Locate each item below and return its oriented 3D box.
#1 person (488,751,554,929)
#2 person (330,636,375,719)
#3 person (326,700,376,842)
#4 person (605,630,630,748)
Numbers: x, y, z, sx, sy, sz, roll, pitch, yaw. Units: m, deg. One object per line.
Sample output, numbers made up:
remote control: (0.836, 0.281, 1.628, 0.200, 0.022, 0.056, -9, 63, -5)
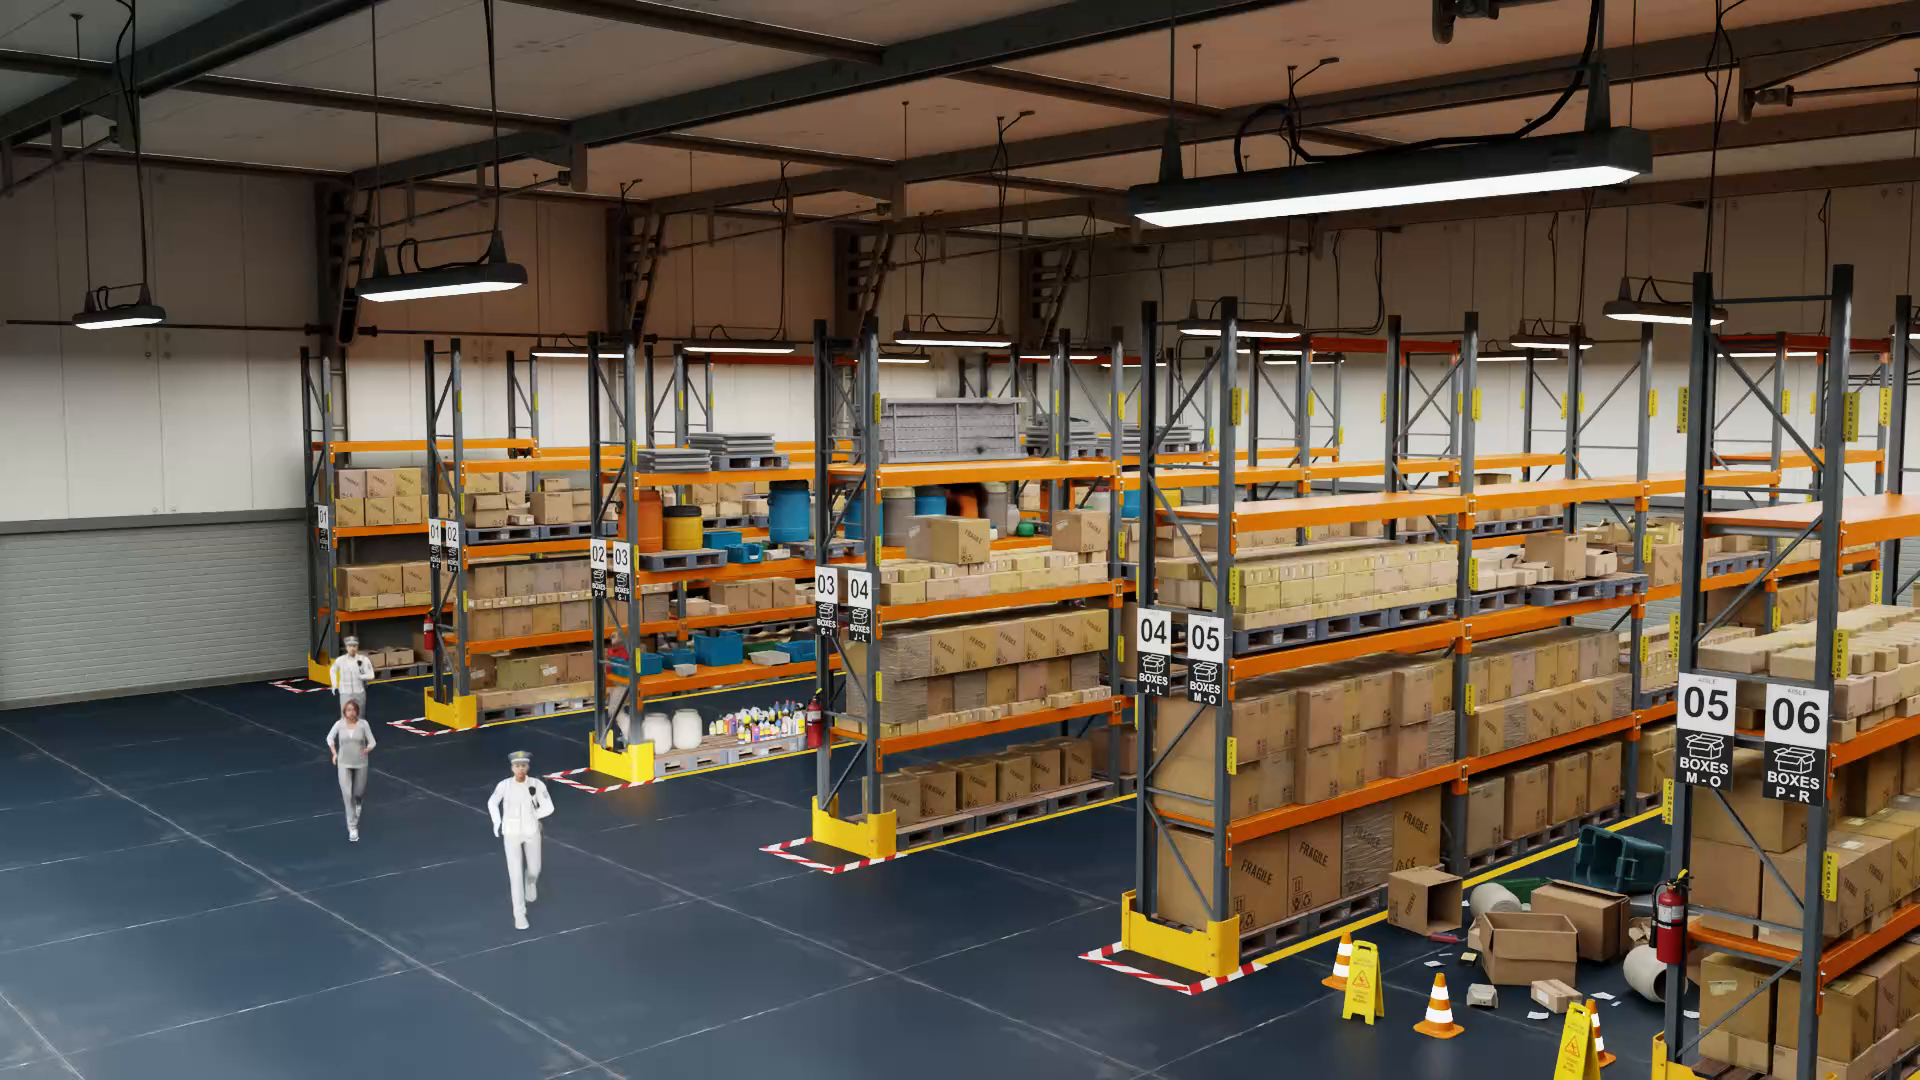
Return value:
person: (-4.303, 2.882, 16.322, 0.622, 1.670, 0.896, -2, 5, -17)
person: (-8.660, 2.222, 23.727, 0.593, 1.720, 0.828, -2, 5, -21)
person: (-7.131, 2.661, 19.506, 0.542, 1.599, 0.836, -2, 5, -21)
person: (-4.993, 2.190, 24.317, 0.693, 1.760, 0.702, 5, 7, 43)
